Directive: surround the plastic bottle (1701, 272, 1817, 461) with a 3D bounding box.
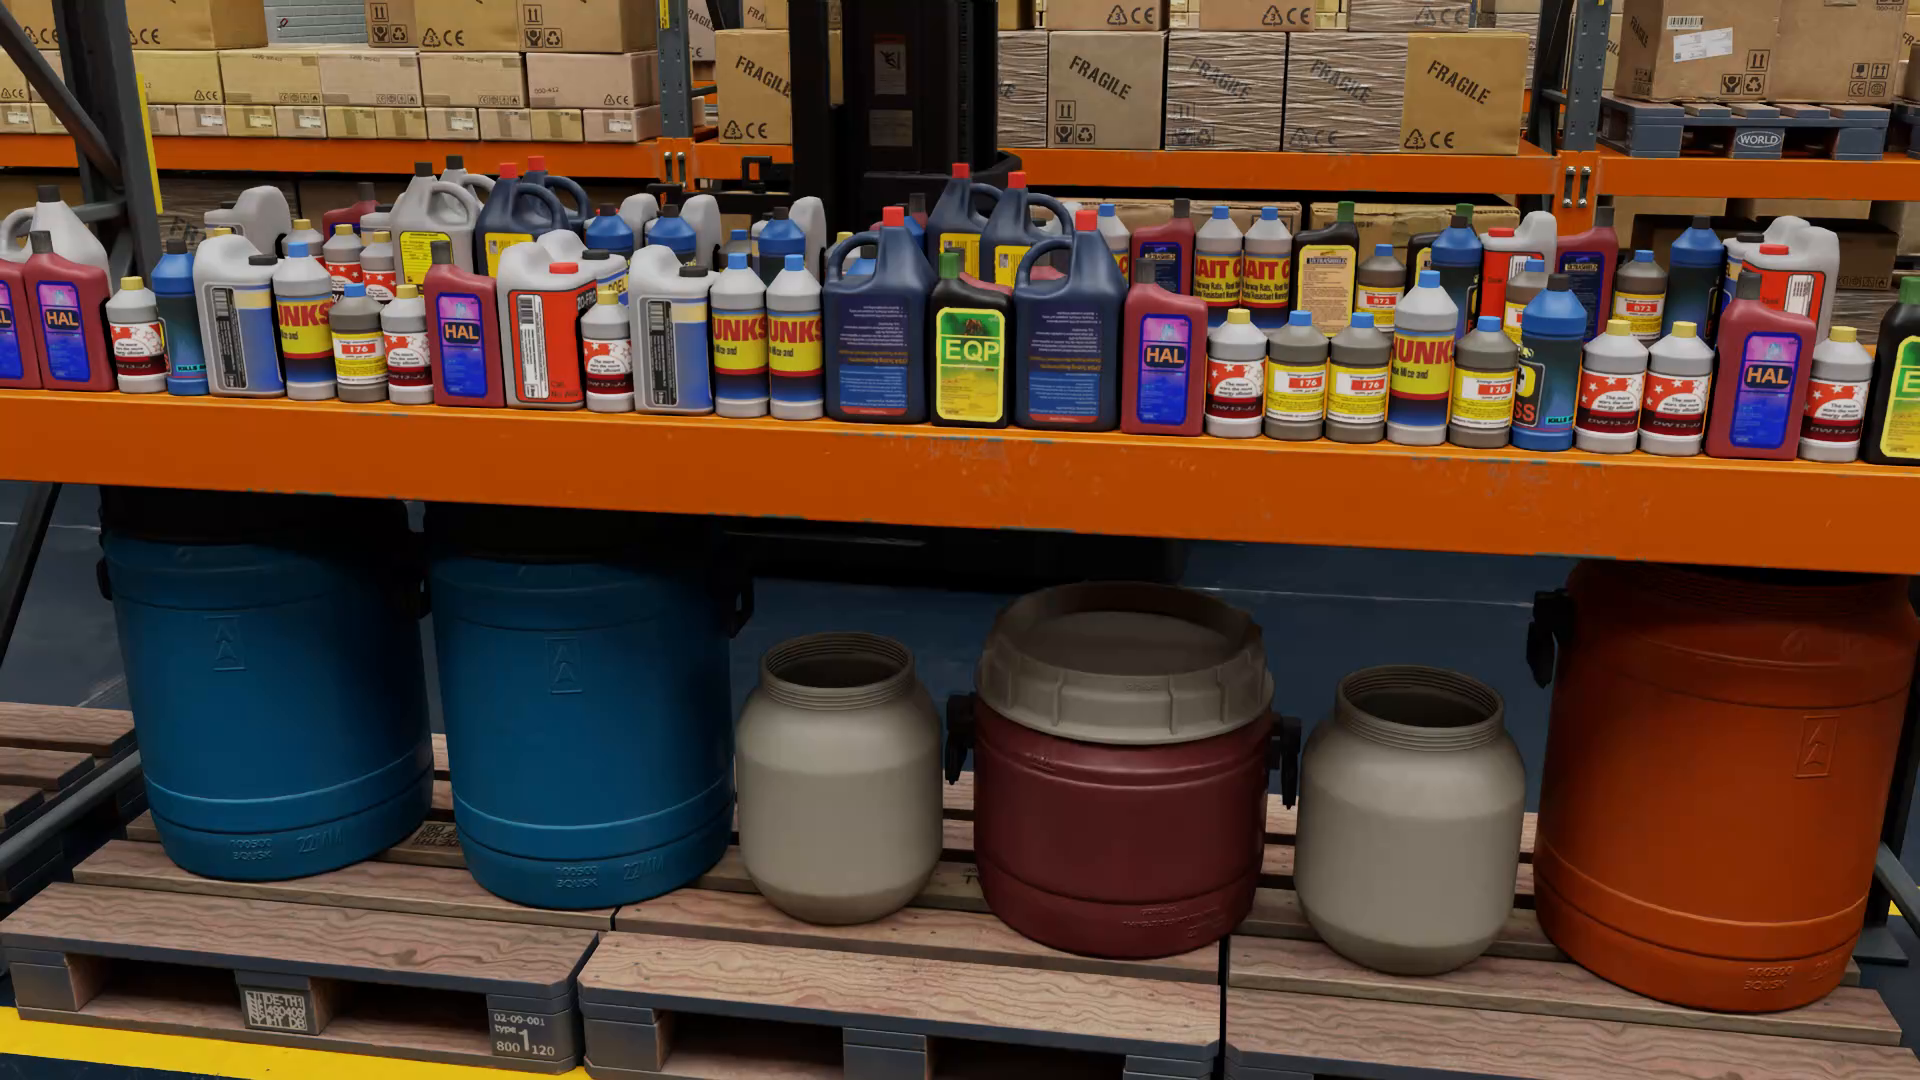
[{"bbox_3d":[1.233,-0.267,2.556,0.133,0.283,0.061,3,19,9],"label":"plastic bottle"}]

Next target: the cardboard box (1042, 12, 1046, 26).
[{"bbox_3d":[0.734,-3.744,12.032,0.250,0.149,0.380,2,19,6],"label":"cardboard box"}]

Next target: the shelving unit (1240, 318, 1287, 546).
[{"bbox_3d":[1.108,-0.523,6.199,0.215,1.050,0.252,-7,21,-22],"label":"shelving unit"}]

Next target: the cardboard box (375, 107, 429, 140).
[{"bbox_3d":[-2.606,-2.022,8.014,0.250,0.149,0.380,3,19,10],"label":"cardboard box"}]

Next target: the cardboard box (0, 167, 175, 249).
[{"bbox_3d":[-4.541,-1.562,8.932,0.875,0.875,0.875,3,19,9],"label":"cardboard box"}]

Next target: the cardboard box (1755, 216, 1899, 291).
[{"bbox_3d":[3.905,-1.306,7.544,0.500,0.250,0.500,5,19,15],"label":"cardboard box"}]

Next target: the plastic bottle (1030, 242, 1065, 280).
[{"bbox_3d":[0.172,-0.367,2.856,0.133,0.283,0.061,3,19,9],"label":"plastic bottle"}]

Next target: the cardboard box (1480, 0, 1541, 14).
[{"bbox_3d":[4.041,-4.020,11.857,0.500,0.500,0.700,3,19,8],"label":"cardboard box"}]

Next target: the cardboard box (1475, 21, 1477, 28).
[{"bbox_3d":[5.113,-5.032,16.350,0.250,0.149,0.380,2,19,5],"label":"cardboard box"}]

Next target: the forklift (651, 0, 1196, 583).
[{"bbox_3d":[-0.617,-1.430,5.958,3.031,2.935,1.130,4,19,11],"label":"forklift"}]

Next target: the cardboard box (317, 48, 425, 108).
[{"bbox_3d":[-2.729,-2.237,8.030,0.500,0.250,0.500,3,19,10],"label":"cardboard box"}]

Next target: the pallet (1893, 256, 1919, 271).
[{"bbox_3d":[6.775,-2.016,11.994,1.213,0.211,1.003,3,19,9],"label":"pallet"}]

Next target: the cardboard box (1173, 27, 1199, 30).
[{"bbox_3d":[1.260,-2.182,7.940,0.500,0.500,0.500,3,19,8],"label":"cardboard box"}]

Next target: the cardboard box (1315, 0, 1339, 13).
[{"bbox_3d":[2.537,-3.794,11.711,0.250,0.149,0.380,4,19,10],"label":"cardboard box"}]

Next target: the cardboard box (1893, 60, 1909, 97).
[{"bbox_3d":[4.402,-2.111,7.436,0.258,0.266,0.396,2,19,7],"label":"cardboard box"}]

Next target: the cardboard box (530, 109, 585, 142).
[{"bbox_3d":[-1.844,-1.983,7.898,0.250,0.149,0.380,3,19,10],"label":"cardboard box"}]

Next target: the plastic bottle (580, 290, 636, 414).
[{"bbox_3d":[-0.601,-0.327,2.866,0.097,0.201,0.097,0,18,0],"label":"plastic bottle"}]

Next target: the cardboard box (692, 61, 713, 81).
[{"bbox_3d":[-1.961,-3.613,12.769,0.250,0.149,0.380,3,19,8],"label":"cardboard box"}]

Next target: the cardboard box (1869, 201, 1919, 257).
[{"bbox_3d":[6.922,-2.458,11.806,0.750,0.750,1.050,3,19,8],"label":"cardboard box"}]

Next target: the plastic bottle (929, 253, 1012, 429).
[{"bbox_3d":[0.018,-0.328,2.741,0.133,0.283,0.061,3,19,9],"label":"plastic bottle"}]

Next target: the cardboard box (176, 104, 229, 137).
[{"bbox_3d":[-3.618,-2.074,8.169,0.250,0.149,0.380,3,19,8],"label":"cardboard box"}]

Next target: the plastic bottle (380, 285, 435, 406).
[{"bbox_3d":[-0.962,-0.345,2.921,0.097,0.201,0.097,0,18,0],"label":"plastic bottle"}]

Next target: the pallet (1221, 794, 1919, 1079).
[{"bbox_3d":[1.142,0.872,3.364,1.213,0.211,1.003,3,19,9],"label":"pallet"}]

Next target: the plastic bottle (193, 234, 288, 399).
[{"bbox_3d":[-1.264,-0.405,2.982,0.135,0.276,0.152,3,19,9],"label":"plastic bottle"}]

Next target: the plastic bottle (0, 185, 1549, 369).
[{"bbox_3d":[-0.320,-0.491,3.120,2.872,0.351,0.643,3,19,9],"label":"plastic bottle"}]

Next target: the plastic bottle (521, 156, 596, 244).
[{"bbox_3d":[-0.880,-0.648,3.591,0.185,0.351,0.144,3,19,9],"label":"plastic bottle"}]

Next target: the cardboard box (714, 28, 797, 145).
[{"bbox_3d":[-0.822,-2.122,7.762,0.500,0.500,0.500,3,19,9],"label":"cardboard box"}]

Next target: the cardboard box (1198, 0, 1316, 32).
[{"bbox_3d":[1.351,-2.574,7.530,0.637,0.503,0.797,3,19,10],"label":"cardboard box"}]

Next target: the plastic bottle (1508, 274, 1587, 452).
[{"bbox_3d":[0.929,-0.282,2.622,0.097,0.271,0.097,0,18,0],"label":"plastic bottle"}]

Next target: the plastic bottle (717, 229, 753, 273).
[{"bbox_3d":[-0.471,-0.564,3.575,0.097,0.201,0.097,0,18,0],"label":"plastic bottle"}]

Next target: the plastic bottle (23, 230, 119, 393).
[{"bbox_3d":[-1.596,-0.411,2.987,0.133,0.283,0.061,3,19,9],"label":"plastic bottle"}]

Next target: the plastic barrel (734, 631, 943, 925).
[{"bbox_3d":[-0.245,0.481,3.398,0.421,0.512,0.421,0,18,0],"label":"plastic barrel"}]

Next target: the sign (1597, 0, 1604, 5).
[{"bbox_3d":[2.628,-2.350,6.775,0.005,0.325,0.100,3,19,9],"label":"sign"}]

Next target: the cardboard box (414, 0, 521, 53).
[{"bbox_3d":[-2.227,-2.568,7.836,0.500,0.500,0.500,3,19,9],"label":"cardboard box"}]

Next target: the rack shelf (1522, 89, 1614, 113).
[{"bbox_3d":[5.574,-3.082,11.921,4.000,0.370,1.077,3,19,9],"label":"rack shelf"}]

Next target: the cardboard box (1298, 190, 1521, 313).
[{"bbox_3d":[2.035,-1.208,7.873,0.875,0.875,1.225,2,19,6],"label":"cardboard box"}]

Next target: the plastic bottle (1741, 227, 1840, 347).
[{"bbox_3d":[1.527,-0.440,3.087,0.135,0.276,0.152,3,19,9],"label":"plastic bottle"}]

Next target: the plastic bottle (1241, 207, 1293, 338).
[{"bbox_3d":[0.625,-0.542,3.397,0.097,0.271,0.097,0,18,0],"label":"plastic bottle"}]

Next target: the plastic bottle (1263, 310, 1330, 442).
[{"bbox_3d":[0.545,-0.269,2.692,0.097,0.201,0.097,0,18,0],"label":"plastic bottle"}]

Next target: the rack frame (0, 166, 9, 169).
[{"bbox_3d":[-5.185,-2.379,8.686,0.053,2.616,0.949,3,19,9],"label":"rack frame"}]

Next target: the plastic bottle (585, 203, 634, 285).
[{"bbox_3d":[-0.724,-0.561,3.457,0.097,0.271,0.097,0,18,0],"label":"plastic bottle"}]

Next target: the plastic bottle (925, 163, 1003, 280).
[{"bbox_3d":[0.025,-0.602,3.453,0.185,0.351,0.144,3,19,9],"label":"plastic bottle"}]
